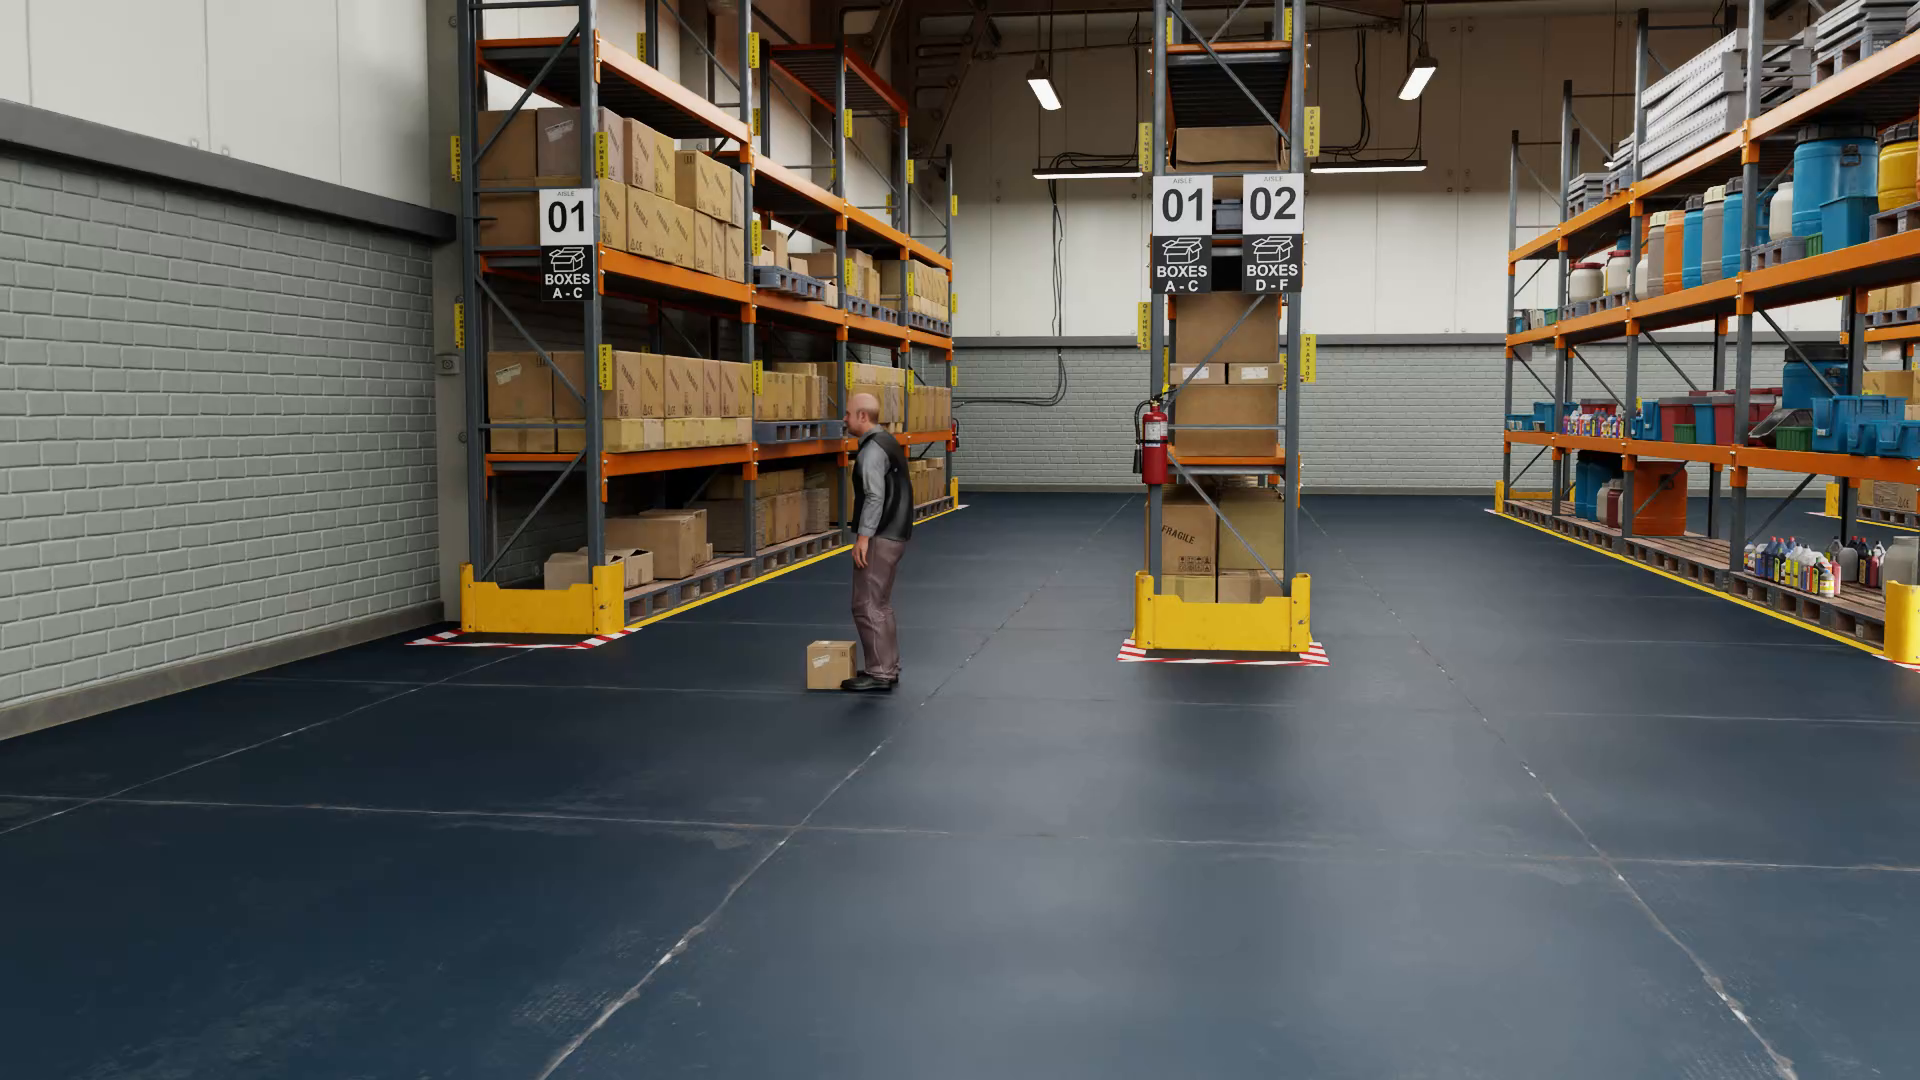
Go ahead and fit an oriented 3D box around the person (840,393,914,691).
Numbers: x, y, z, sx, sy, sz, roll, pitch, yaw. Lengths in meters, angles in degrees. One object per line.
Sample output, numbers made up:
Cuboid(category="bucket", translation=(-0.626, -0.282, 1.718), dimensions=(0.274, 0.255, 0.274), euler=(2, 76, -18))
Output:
Cuboid(category="person", translation=(-0.476, 0.006, 9.708), dimensions=(0.411, 1.721, 0.589), euler=(1, 4, 7))
